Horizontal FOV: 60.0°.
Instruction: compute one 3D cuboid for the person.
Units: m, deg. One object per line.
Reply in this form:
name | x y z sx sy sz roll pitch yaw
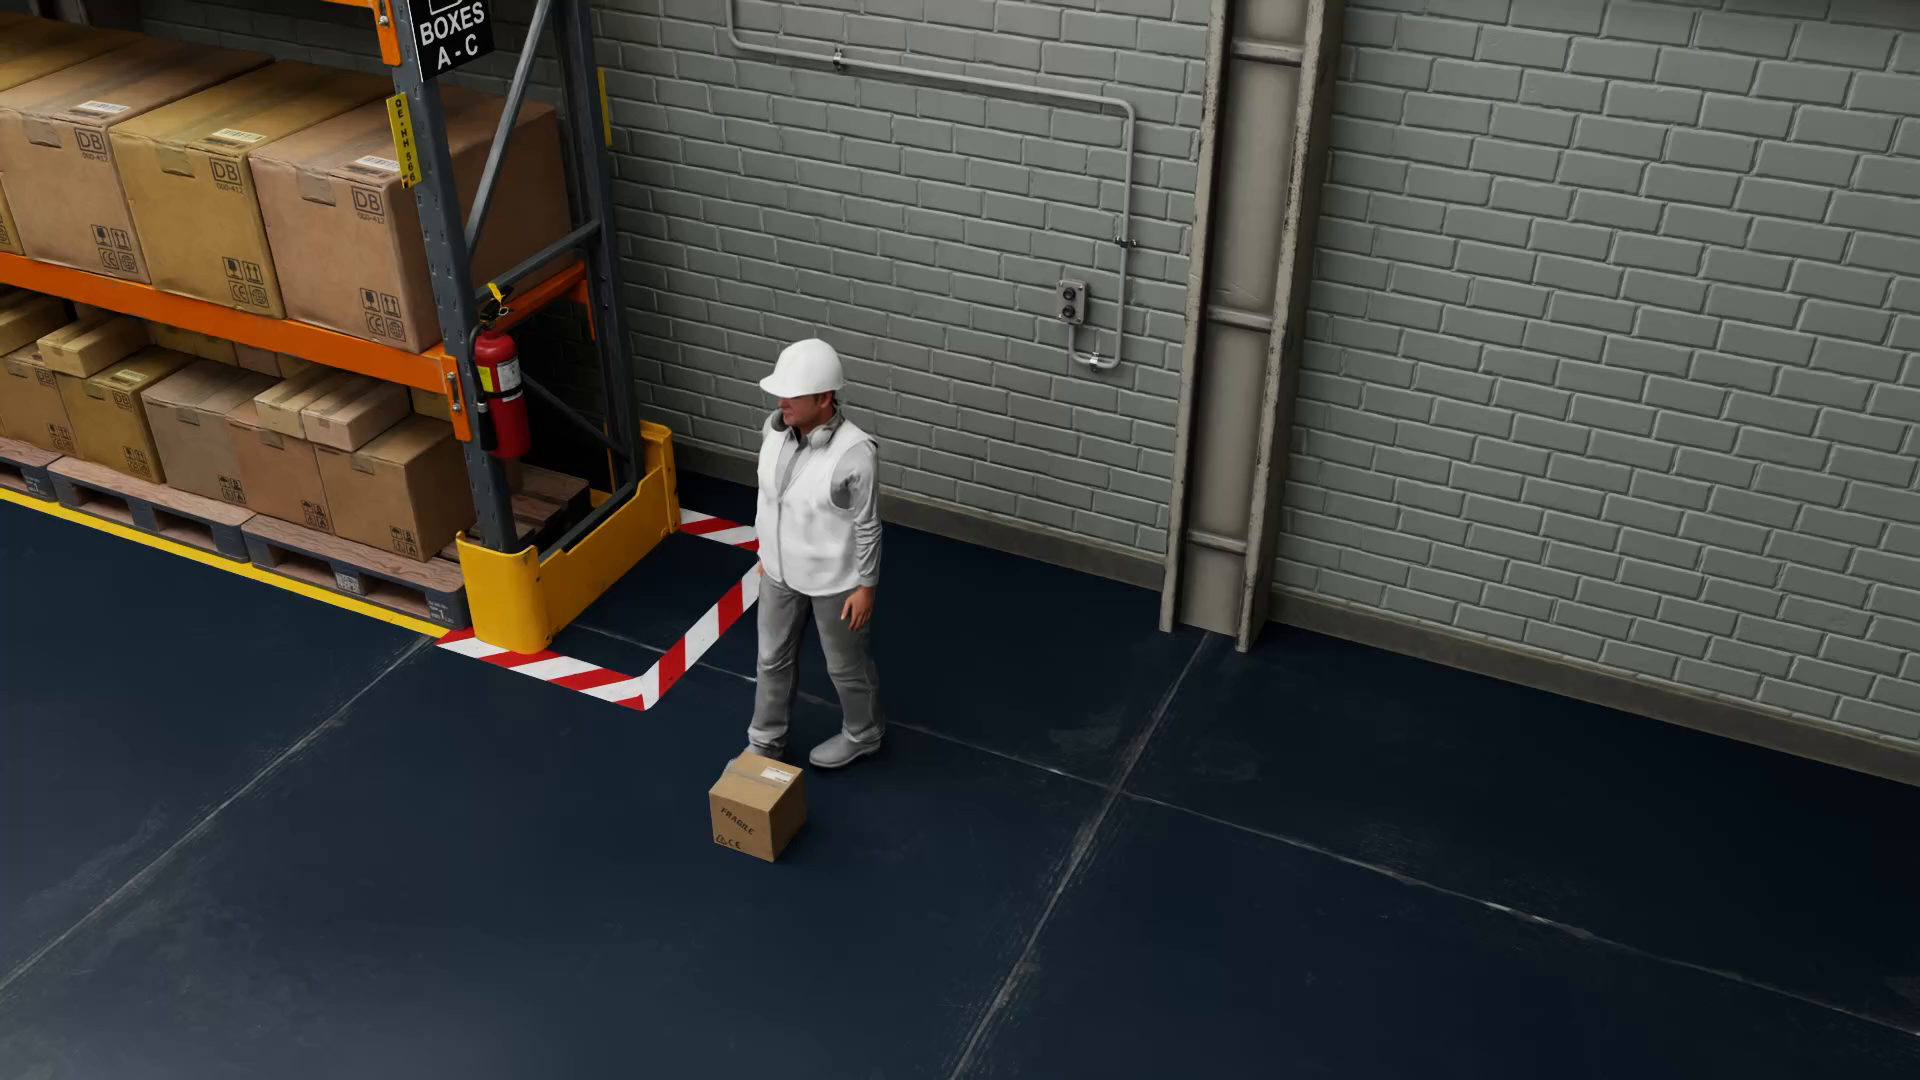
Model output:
person | -0.573 0.131 5.913 0.546 1.769 0.600 24 40 31
